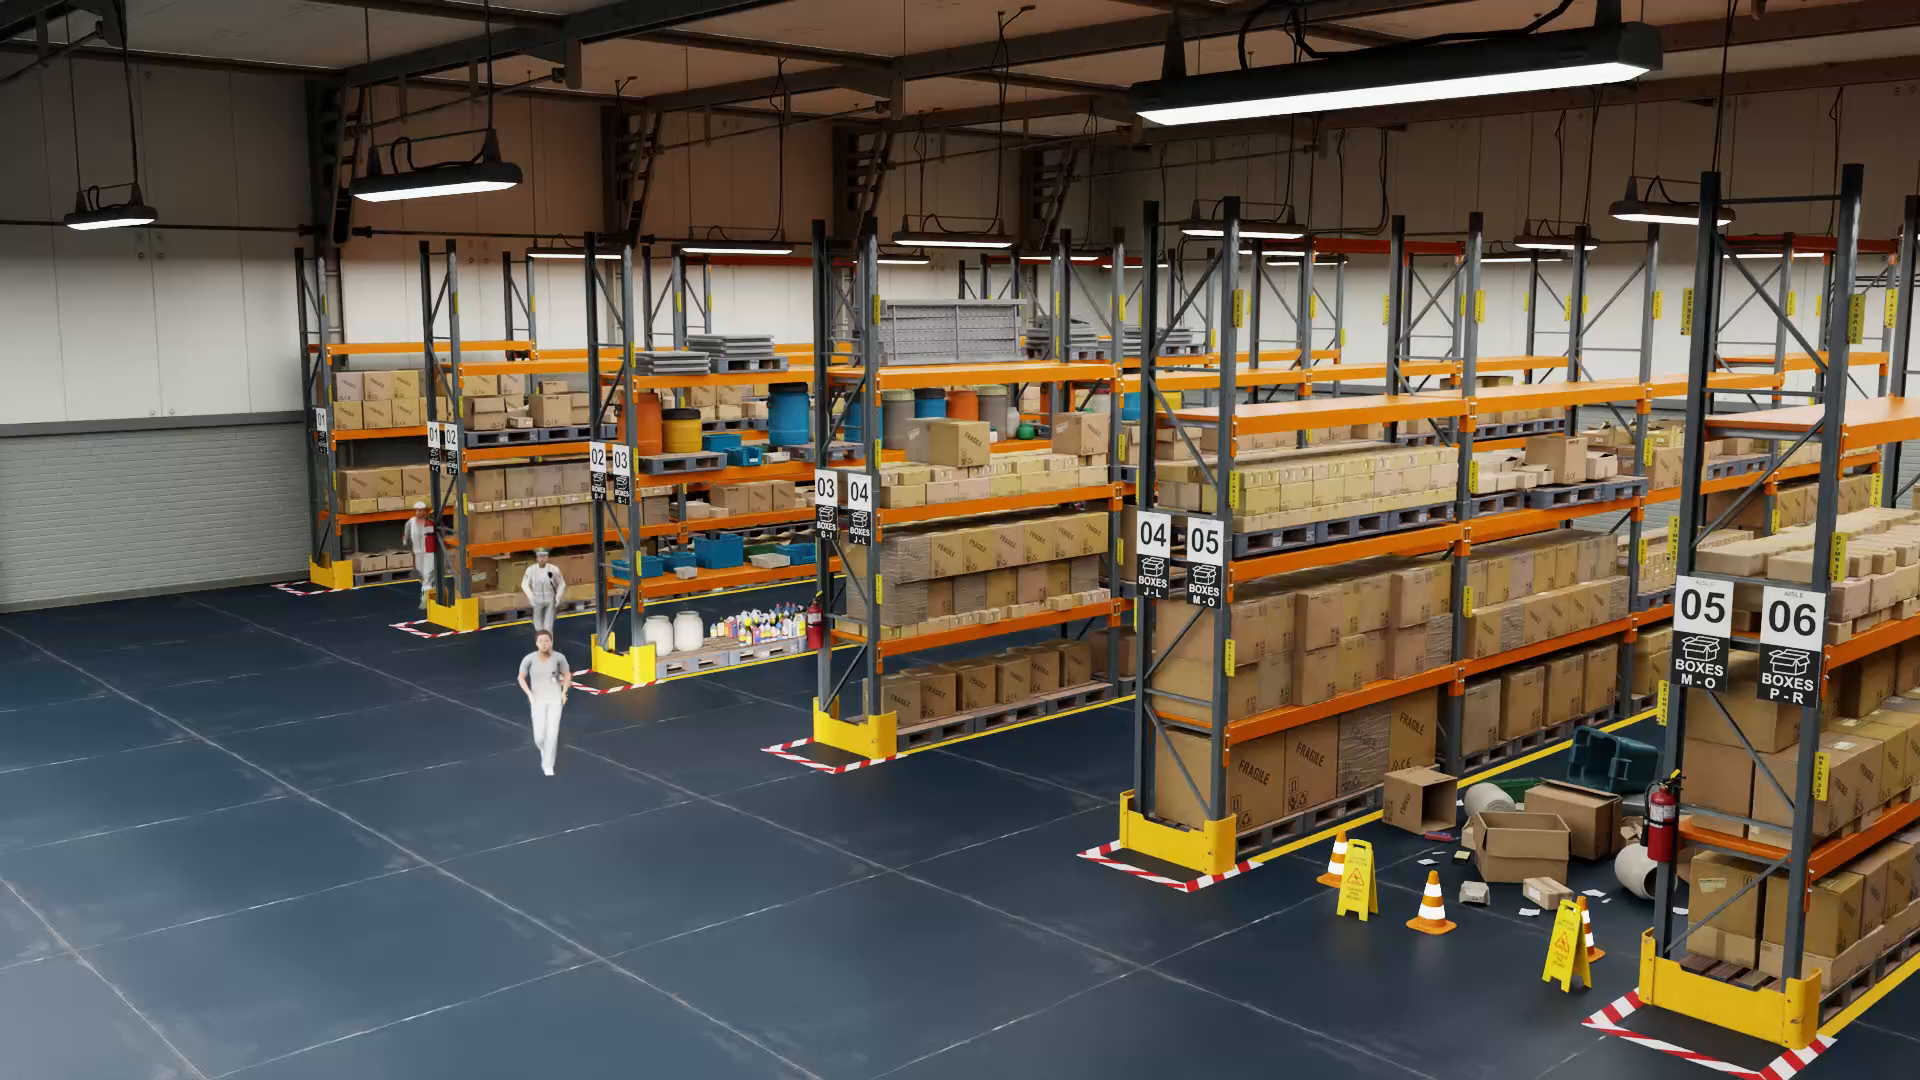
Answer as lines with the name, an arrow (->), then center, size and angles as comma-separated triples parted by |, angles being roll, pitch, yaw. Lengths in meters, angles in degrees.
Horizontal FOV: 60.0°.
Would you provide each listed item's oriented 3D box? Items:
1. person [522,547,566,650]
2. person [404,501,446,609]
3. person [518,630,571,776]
person -> -5.978, 0.872, 23.937 | 0.615, 1.629, 0.588 | -1, 8, -7
person -> -8.913, 0.208, 27.754 | 0.641, 1.756, 1.048 | 1, 8, 6
person -> -4.517, 1.739, 18.124 | 0.564, 1.604, 0.612 | -2, 9, -15
